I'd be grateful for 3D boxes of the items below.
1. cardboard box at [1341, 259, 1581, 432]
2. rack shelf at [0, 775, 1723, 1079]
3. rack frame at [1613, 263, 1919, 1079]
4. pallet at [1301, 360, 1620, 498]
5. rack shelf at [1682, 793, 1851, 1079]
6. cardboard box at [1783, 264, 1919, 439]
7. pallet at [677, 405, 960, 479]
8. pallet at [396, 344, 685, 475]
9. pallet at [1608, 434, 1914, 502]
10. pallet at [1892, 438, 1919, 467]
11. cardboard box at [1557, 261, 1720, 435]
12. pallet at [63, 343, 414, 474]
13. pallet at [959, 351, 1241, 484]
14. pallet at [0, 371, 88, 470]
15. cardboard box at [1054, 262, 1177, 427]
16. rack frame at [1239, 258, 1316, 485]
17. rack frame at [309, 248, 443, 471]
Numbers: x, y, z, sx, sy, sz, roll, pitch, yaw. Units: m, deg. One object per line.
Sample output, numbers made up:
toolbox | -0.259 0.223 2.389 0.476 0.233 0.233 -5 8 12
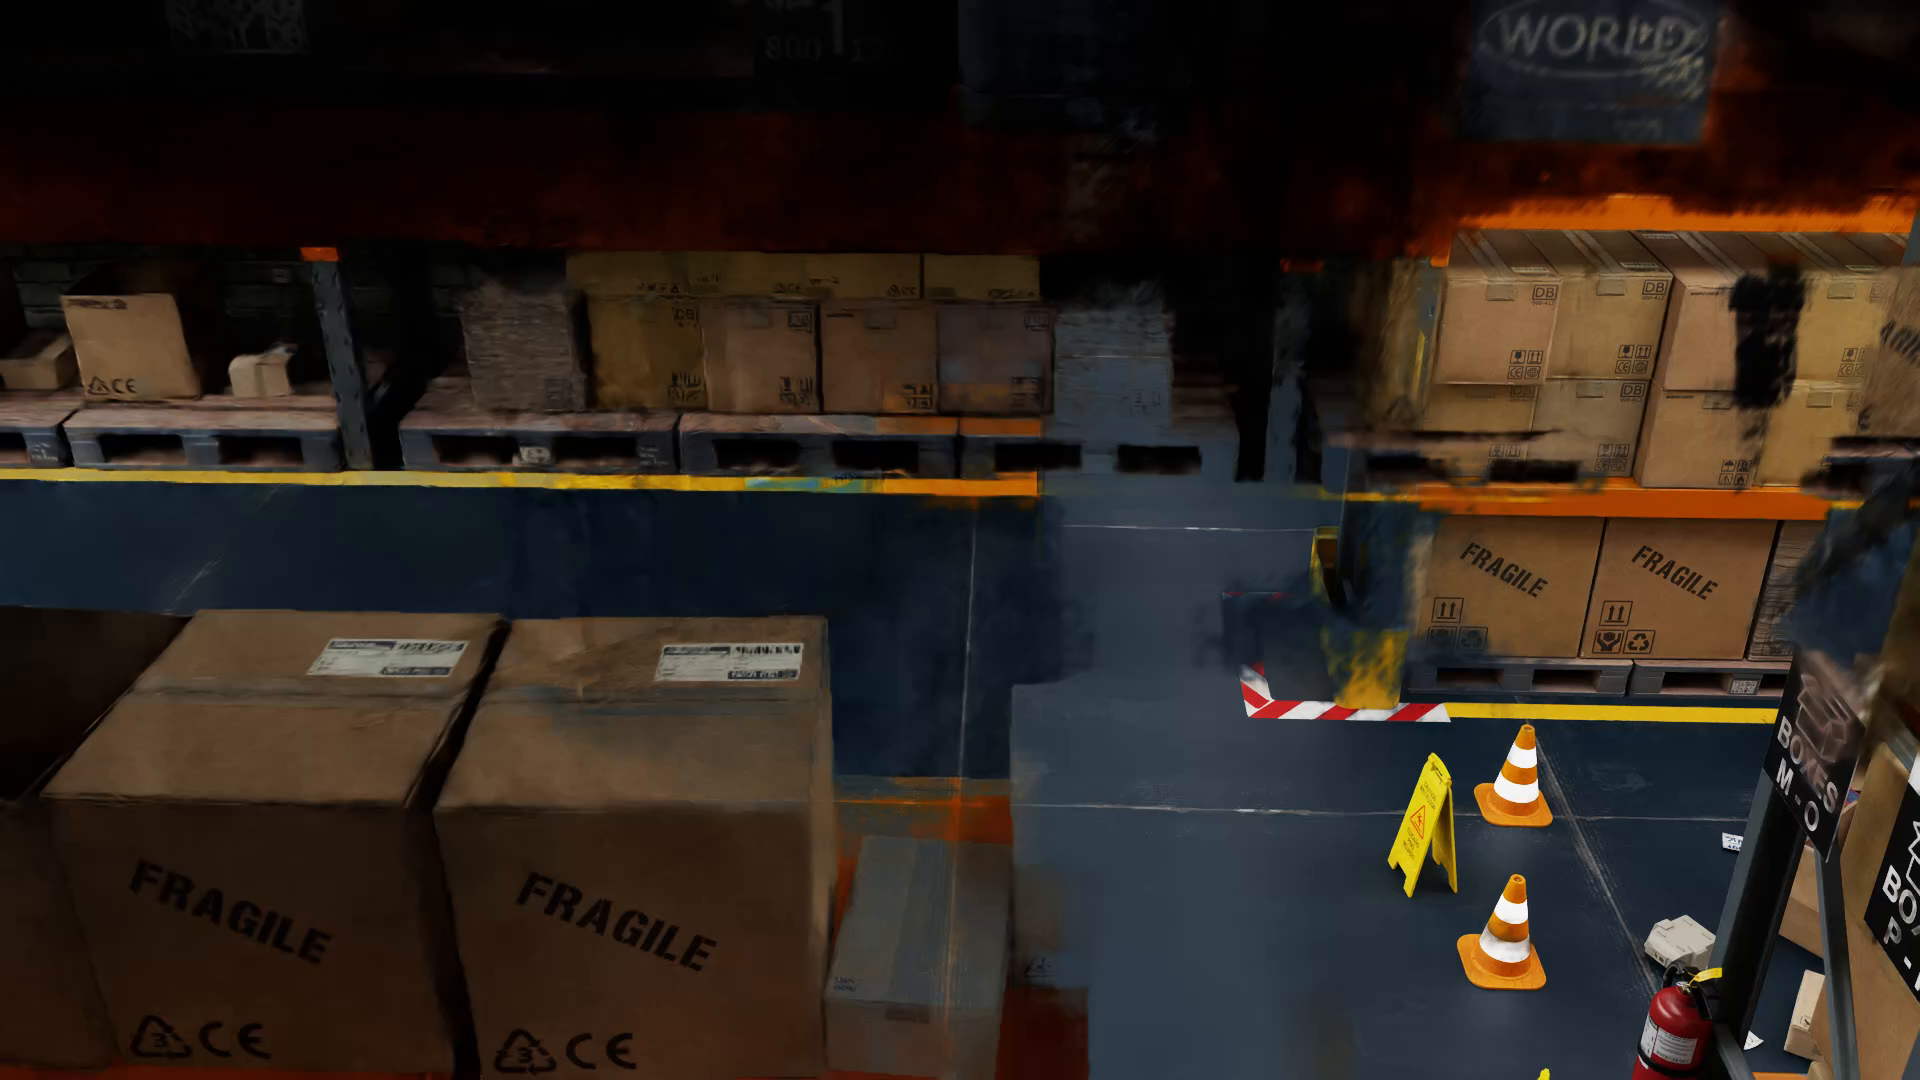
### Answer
cardboard box | 11.771 -8.992 26.283 0.750 0.750 0.750 1 28 1
rack shelf | 8.870 -7.227 21.874 4.000 0.370 1.077 1 28 2
rack frame | 10.869 -7.512 21.643 0.127 3.000 1.000 1 28 2
pallet | 11.826 -8.550 26.579 1.213 0.211 1.003 1 28 2
rack shelf | 12.868 -7.161 21.749 4.000 0.370 1.077 1 28 2
cardboard box | 13.495 -8.963 26.228 0.750 0.750 0.750 2 28 3
pallet | 9.043 -8.633 26.736 1.213 0.211 1.003 1 28 2
pallet | 7.821 -8.652 26.772 1.213 0.211 1.003 1 28 2
pallet | 13.042 -8.528 26.538 1.213 0.211 1.003 1 28 2
pallet | 14.264 -8.510 26.503 1.213 0.211 1.003 1 28 2
cardboard box | 12.646 -8.975 26.250 0.750 0.750 0.750 1 28 2
pallet | 6.370 -8.659 26.784 1.213 0.211 1.003 1 28 2
pallet | 10.259 -8.612 26.696 1.213 0.211 1.003 1 28 2
pallet | 5.148 -8.678 26.820 1.213 0.211 1.003 1 28 2
cardboard box | 10.319 -8.908 26.476 0.500 0.500 0.700 1 28 3
rack frame | 11.040 -9.830 26.017 0.127 3.000 1.000 1 28 2
rack frame | 7.043 -9.896 26.142 0.127 3.000 1.000 1 28 2
